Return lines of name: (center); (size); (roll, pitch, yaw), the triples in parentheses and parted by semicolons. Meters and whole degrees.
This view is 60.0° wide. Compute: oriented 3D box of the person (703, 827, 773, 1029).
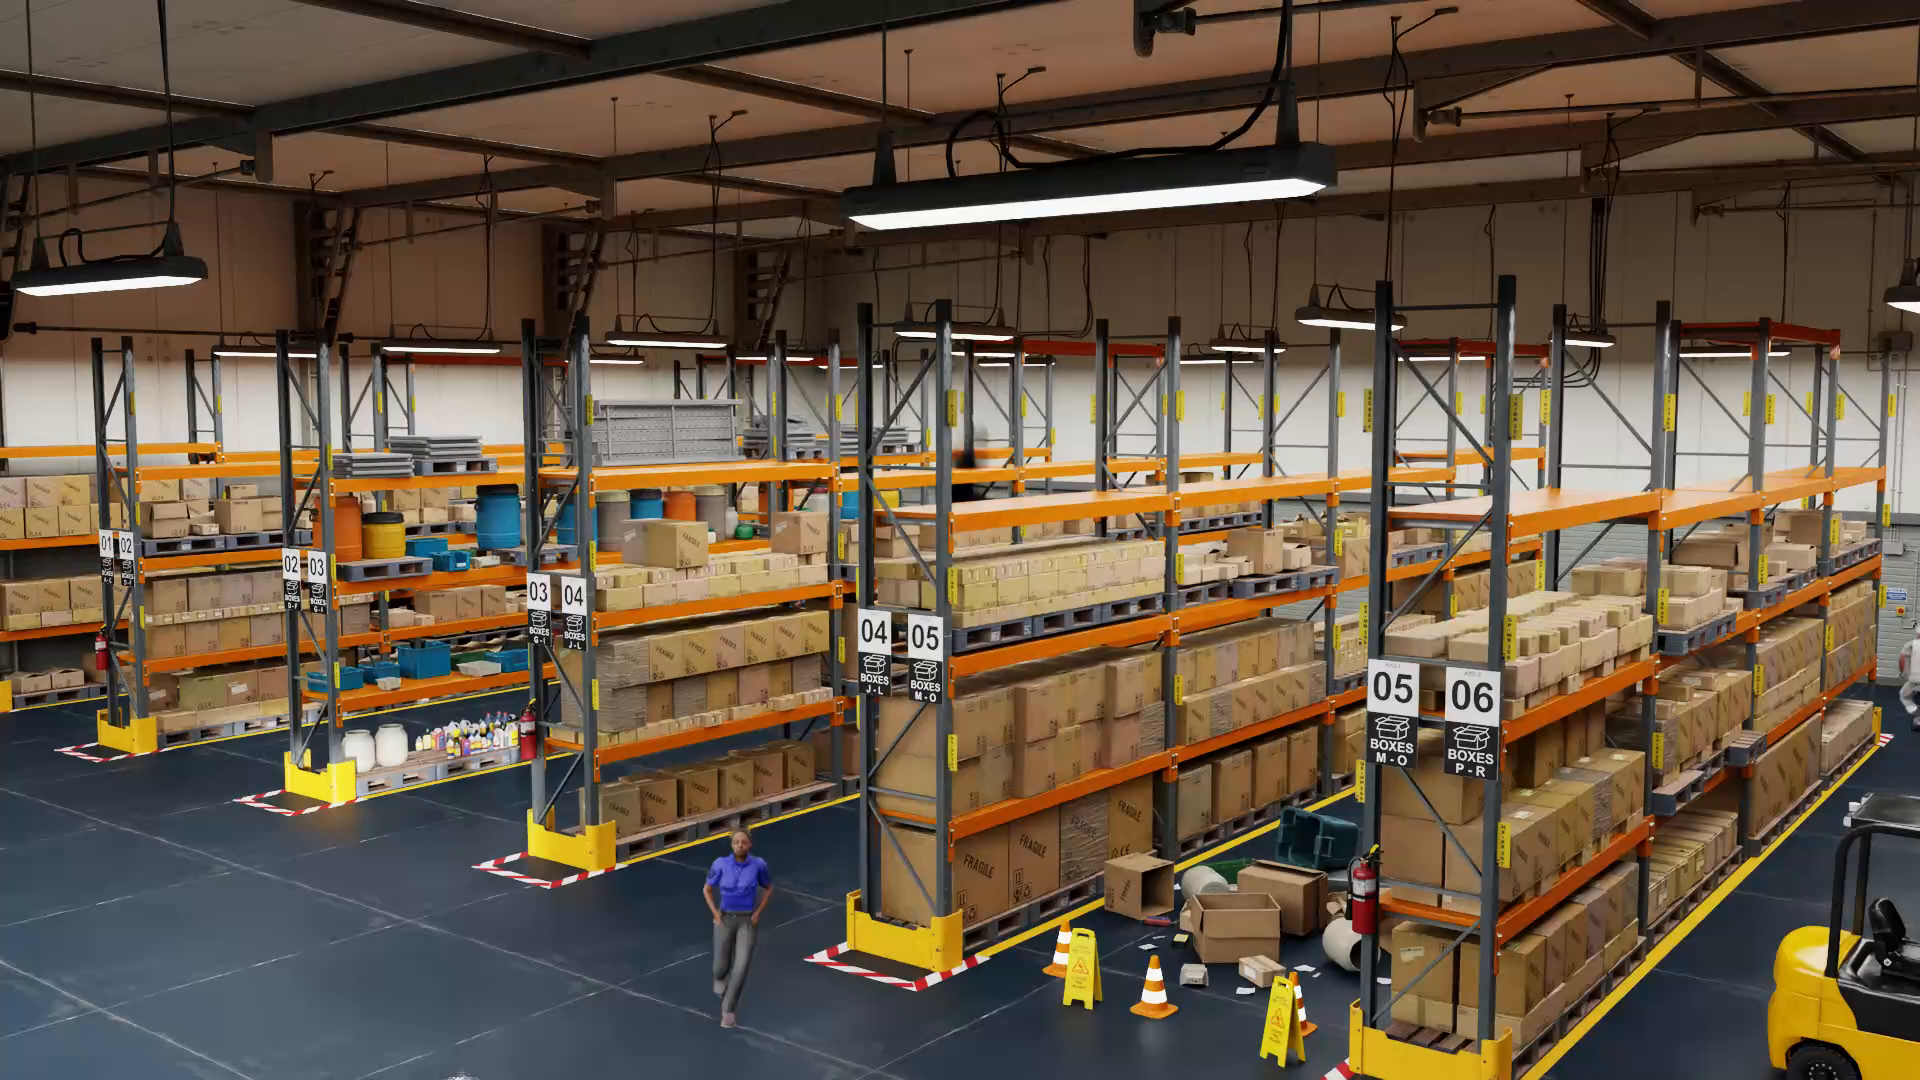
person: (-1.843, 3.179, 13.840); (0.580, 1.604, 0.639); (-1, 5, -8)

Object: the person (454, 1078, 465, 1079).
person: (-2.472, 3.561, 8.231); (0.677, 1.819, 0.820); (-2, 5, -20)

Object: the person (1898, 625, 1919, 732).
person: (14.774, 2.125, 25.426); (0.944, 1.707, 0.518); (0, 5, 2)
